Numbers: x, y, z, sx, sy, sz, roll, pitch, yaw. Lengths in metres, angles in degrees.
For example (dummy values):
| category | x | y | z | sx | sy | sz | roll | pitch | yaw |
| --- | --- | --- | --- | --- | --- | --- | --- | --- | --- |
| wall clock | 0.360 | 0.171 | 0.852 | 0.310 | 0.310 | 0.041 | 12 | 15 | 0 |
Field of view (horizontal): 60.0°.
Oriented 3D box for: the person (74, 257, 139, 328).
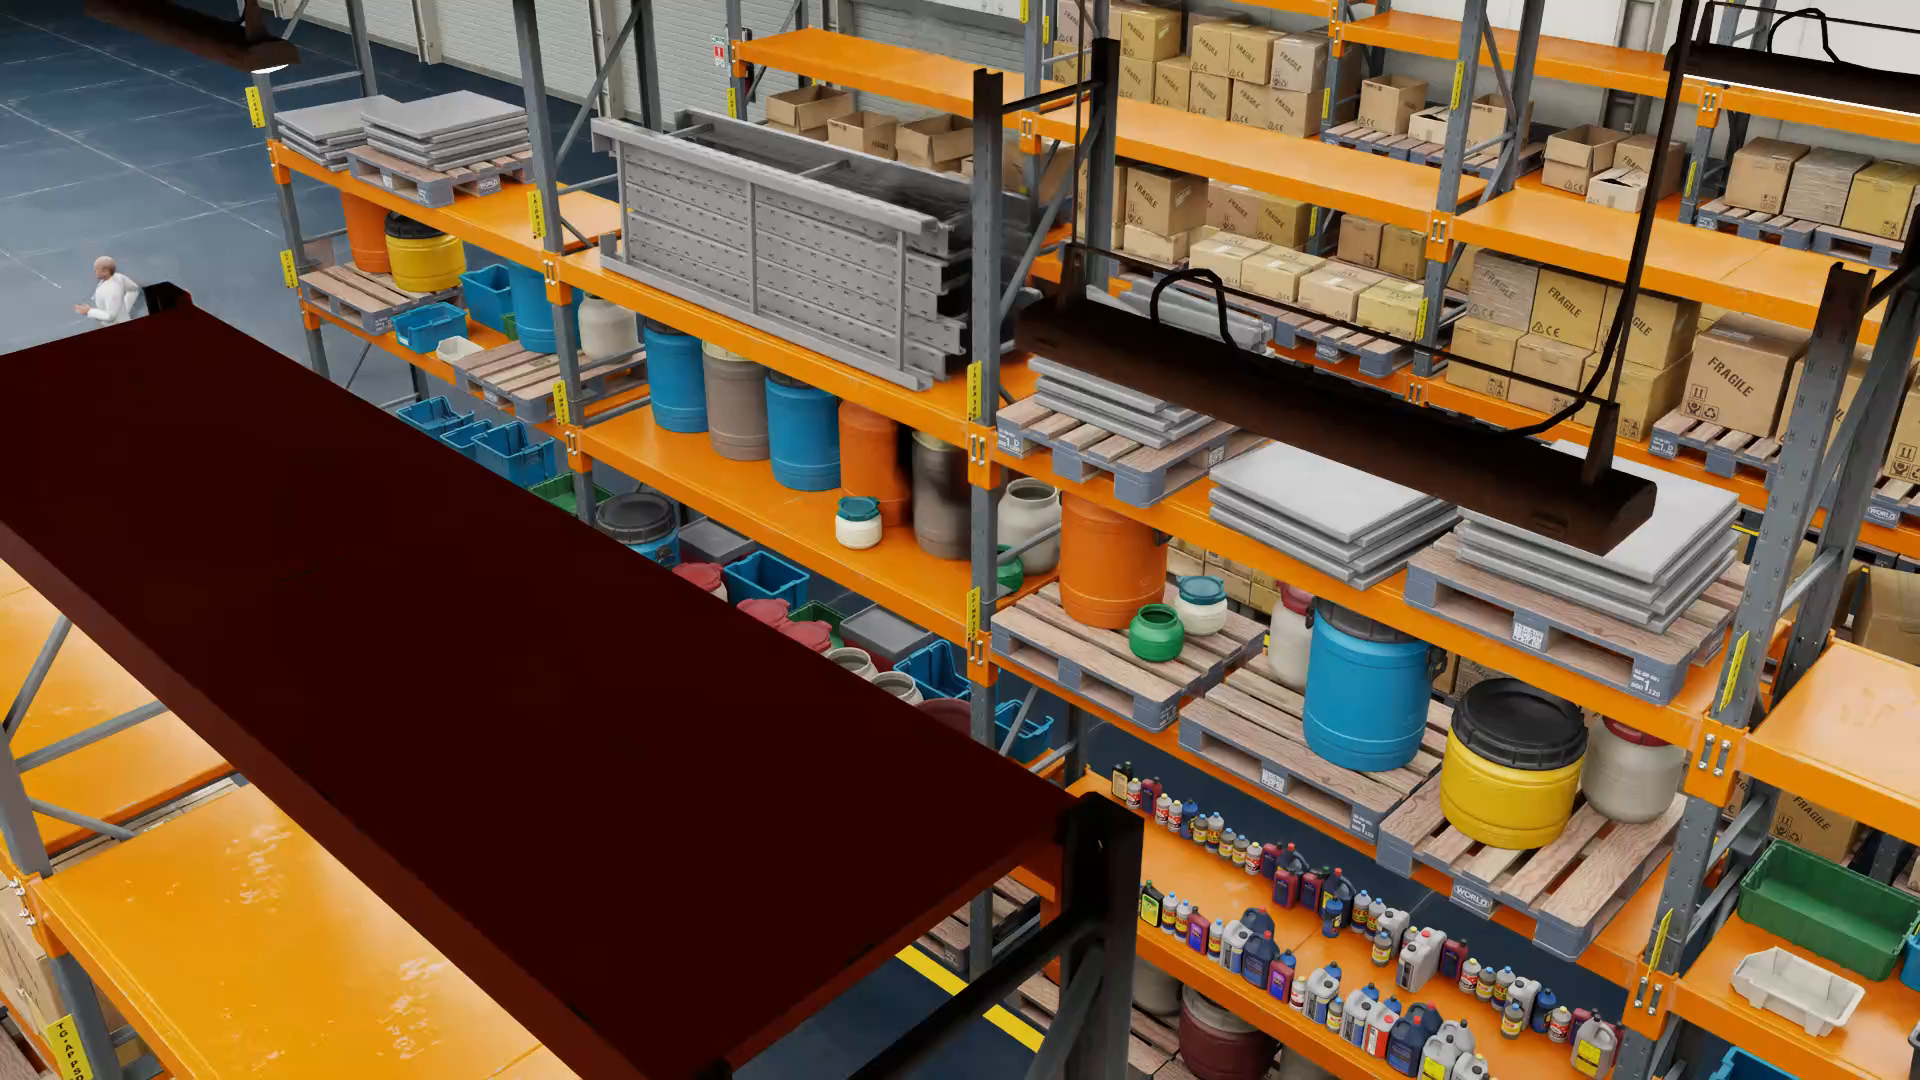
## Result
| category | x | y | z | sx | sy | sz | roll | pitch | yaw |
| --- | --- | --- | --- | --- | --- | --- | --- | --- | --- |
| person | -9.307 | -2.294 | 18.444 | 1.063 | 1.765 | 0.703 | -13 | 32 | -22 |
